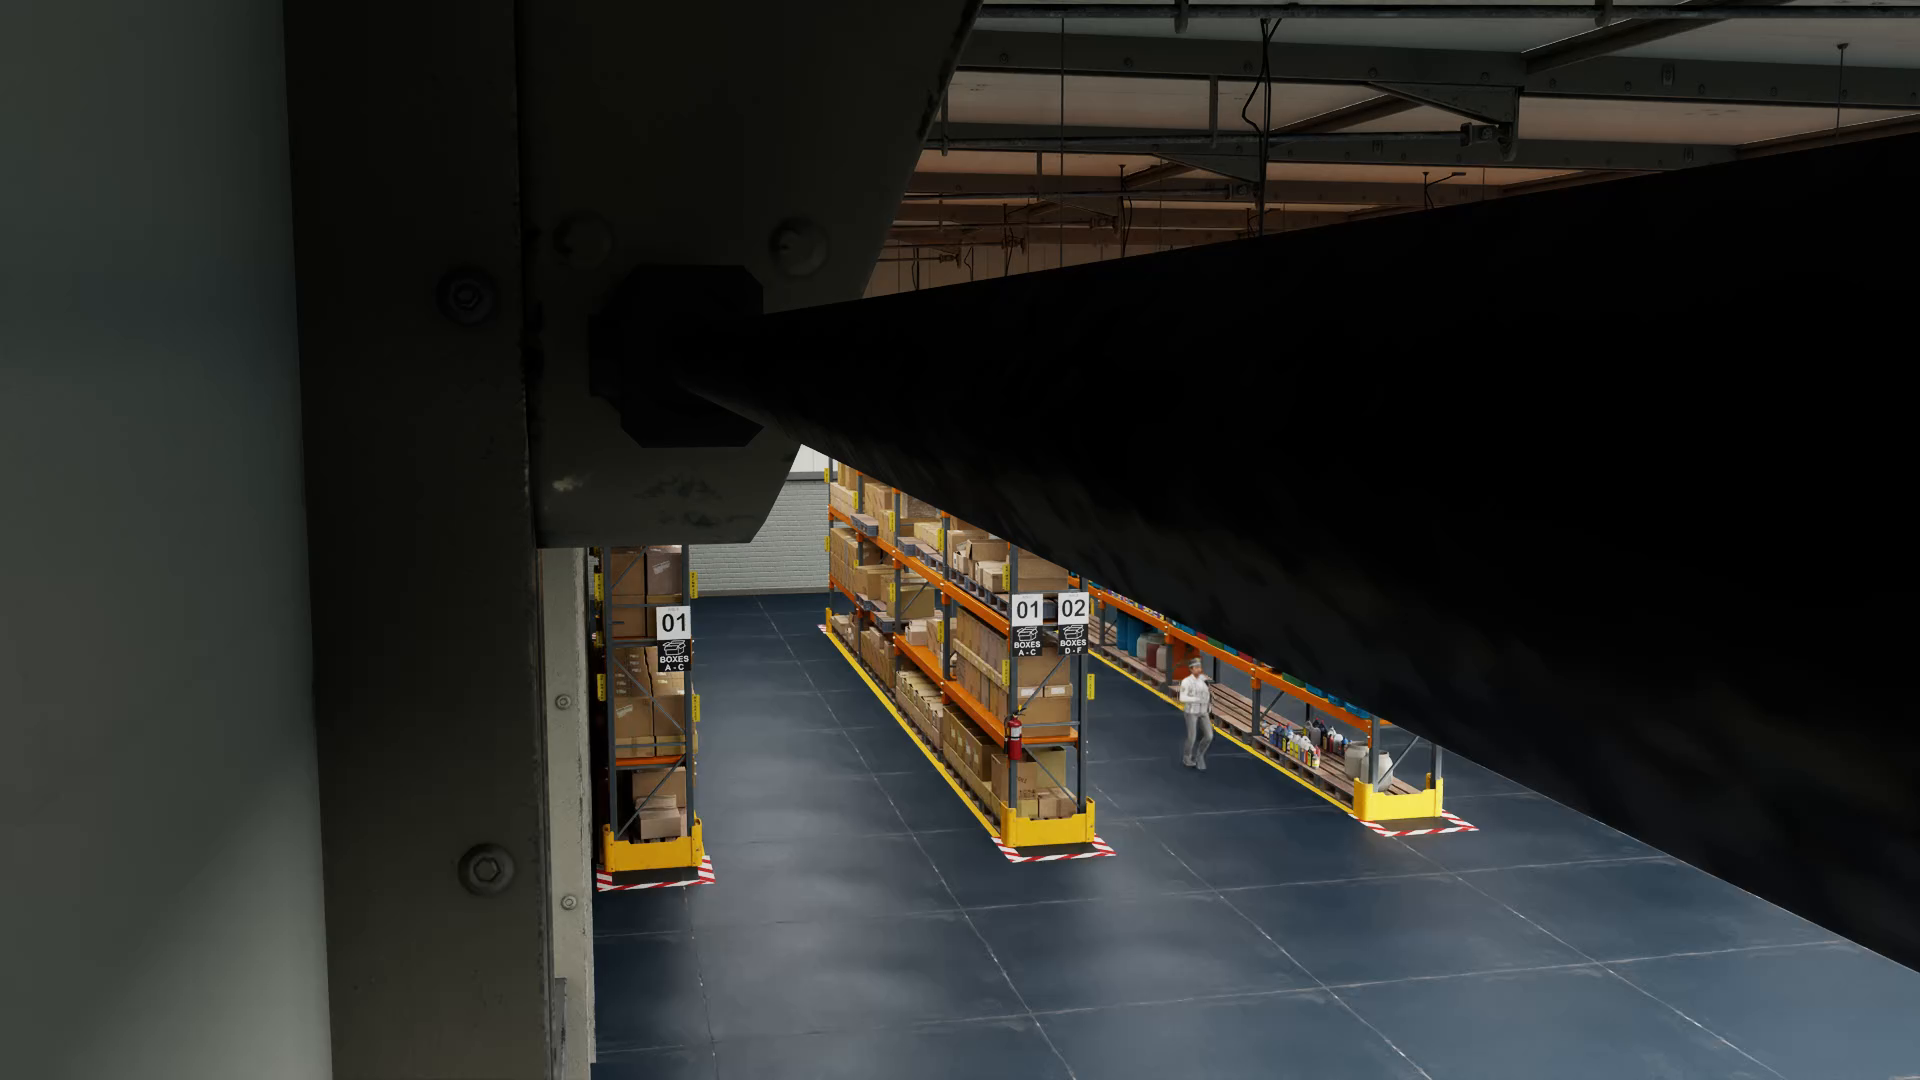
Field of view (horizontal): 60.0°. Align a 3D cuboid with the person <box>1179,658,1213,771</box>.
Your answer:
[{"bbox_3d":[3.524,2.584,24.604,0.590,1.712,0.638,-3,7,-21],"label":"person"}]
